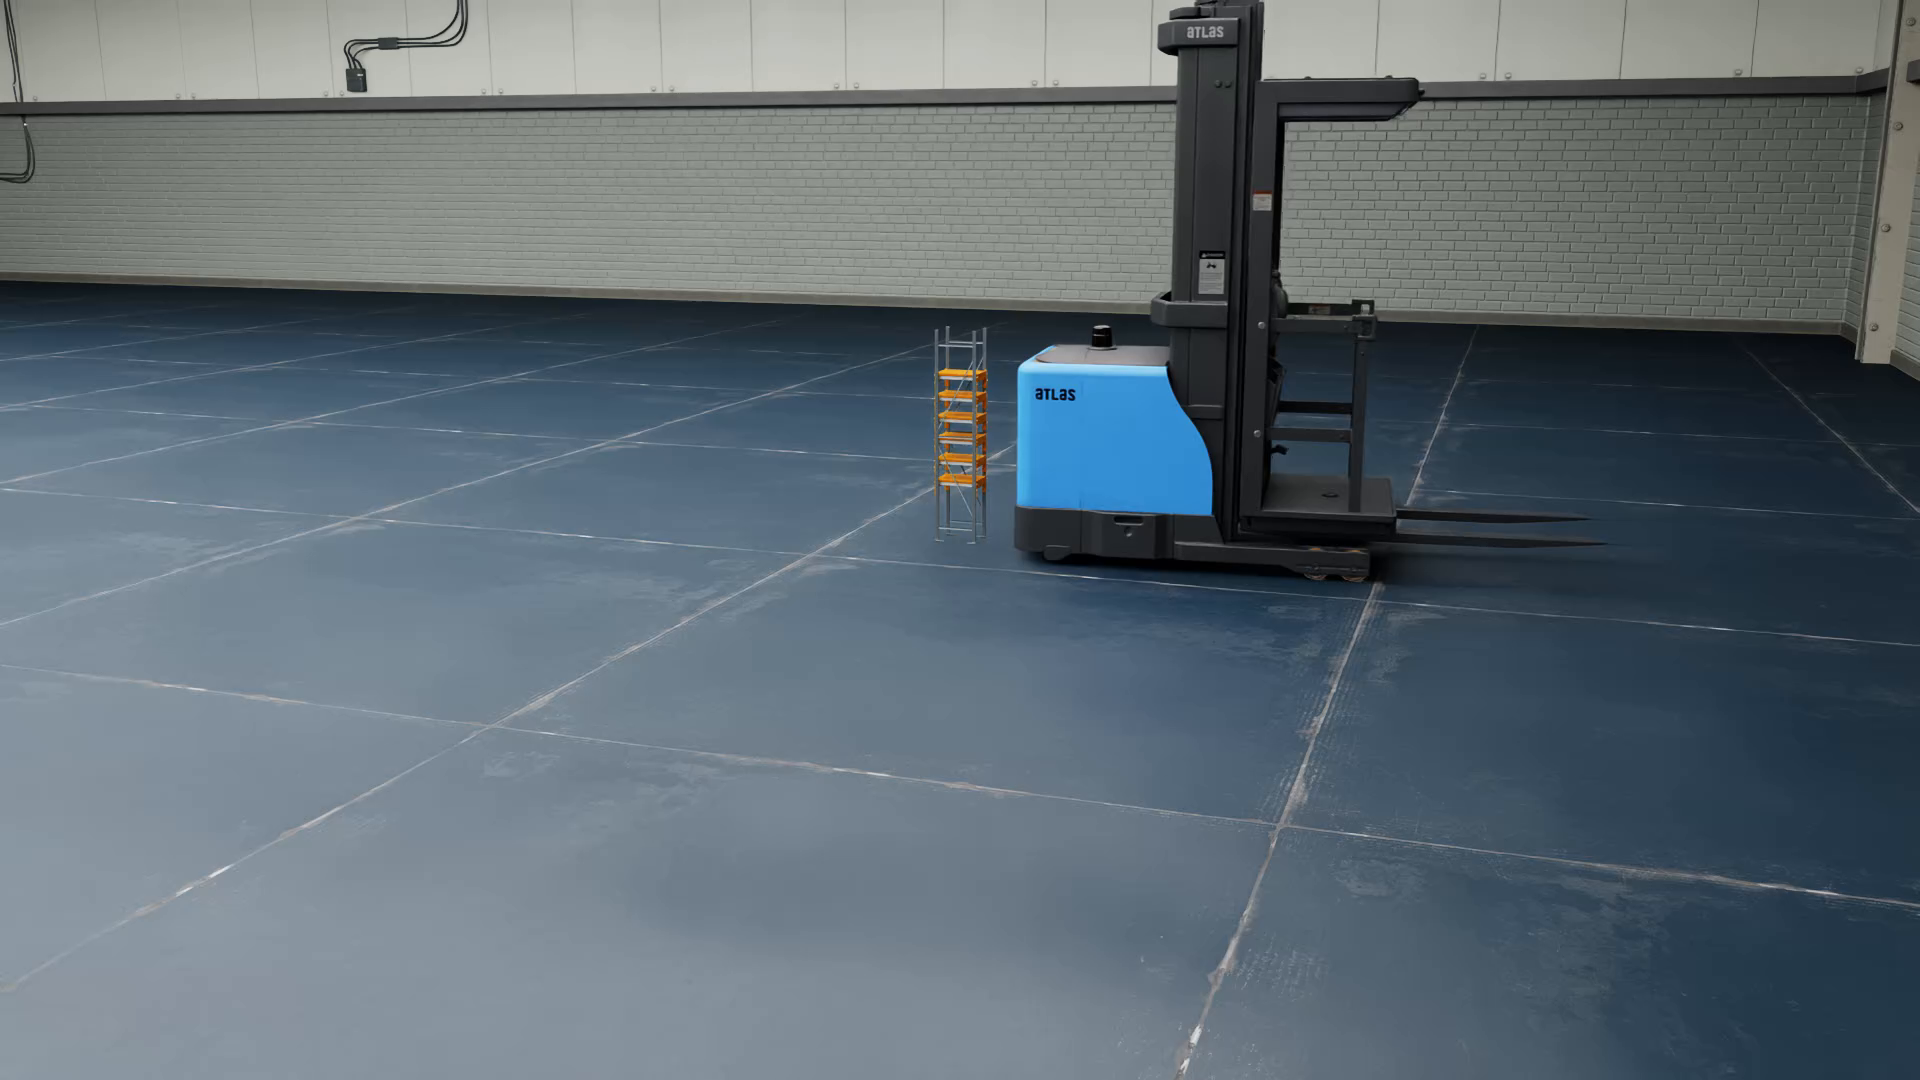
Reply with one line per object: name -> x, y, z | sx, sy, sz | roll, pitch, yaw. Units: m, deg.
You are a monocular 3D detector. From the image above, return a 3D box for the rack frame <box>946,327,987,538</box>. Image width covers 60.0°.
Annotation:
rack frame -> 0.034, -0.607, 9.452 | 0.240, 1.200, 0.006 | 4, 14, 18

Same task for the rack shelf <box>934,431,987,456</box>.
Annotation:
rack shelf -> 0.005, -0.545, 9.378 | 0.258, 0.103, 0.180 | 4, 14, 18

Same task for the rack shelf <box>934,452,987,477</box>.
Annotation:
rack shelf -> 0.005, -0.428, 9.404 | 0.258, 0.103, 0.180 | 4, 14, 18

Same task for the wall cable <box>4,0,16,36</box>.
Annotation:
wall cable -> -15.186, -9.862, 28.101 | 3.097, 2.526, 0.112 | 4, 14, 18

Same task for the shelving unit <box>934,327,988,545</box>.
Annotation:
shelving unit -> 0.005, -0.588, 9.368 | 0.258, 1.200, 0.189 | 4, 14, 18

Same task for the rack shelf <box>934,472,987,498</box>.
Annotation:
rack shelf -> 0.005, -0.311, 9.431 | 0.258, 0.103, 0.180 | 4, 14, 18

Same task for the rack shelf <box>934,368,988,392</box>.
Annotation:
rack shelf -> 0.005, -0.896, 9.298 | 0.258, 0.103, 0.180 | 4, 14, 18

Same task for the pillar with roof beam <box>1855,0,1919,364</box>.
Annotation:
pillar with roof beam -> 5.782, -6.625, 18.292 | 9.100, 9.000, 0.400 | 4, 14, 18

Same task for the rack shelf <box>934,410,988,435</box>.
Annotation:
rack shelf -> 0.005, -0.662, 9.351 | 0.258, 0.103, 0.180 | 4, 14, 18

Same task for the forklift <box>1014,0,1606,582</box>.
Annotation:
forklift -> 1.865, -1.342, 8.781 | 3.031, 2.935, 1.130 | 3, 13, 12

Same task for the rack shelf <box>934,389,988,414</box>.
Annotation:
rack shelf -> 0.005, -0.779, 9.324 | 0.258, 0.103, 0.180 | 4, 14, 18

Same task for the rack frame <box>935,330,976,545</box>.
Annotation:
rack frame -> -0.025, -0.569, 9.283 | 0.240, 1.200, 0.006 | 4, 14, 18

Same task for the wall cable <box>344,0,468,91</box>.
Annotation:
wall cable -> -8.768, -10.079, 25.783 | 2.305, 6.003, 0.169 | 4, 14, 18

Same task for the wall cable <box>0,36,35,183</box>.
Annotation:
wall cable -> -17.746, -7.594, 29.516 | 3.097, 2.526, 0.112 | 4, 14, 18
